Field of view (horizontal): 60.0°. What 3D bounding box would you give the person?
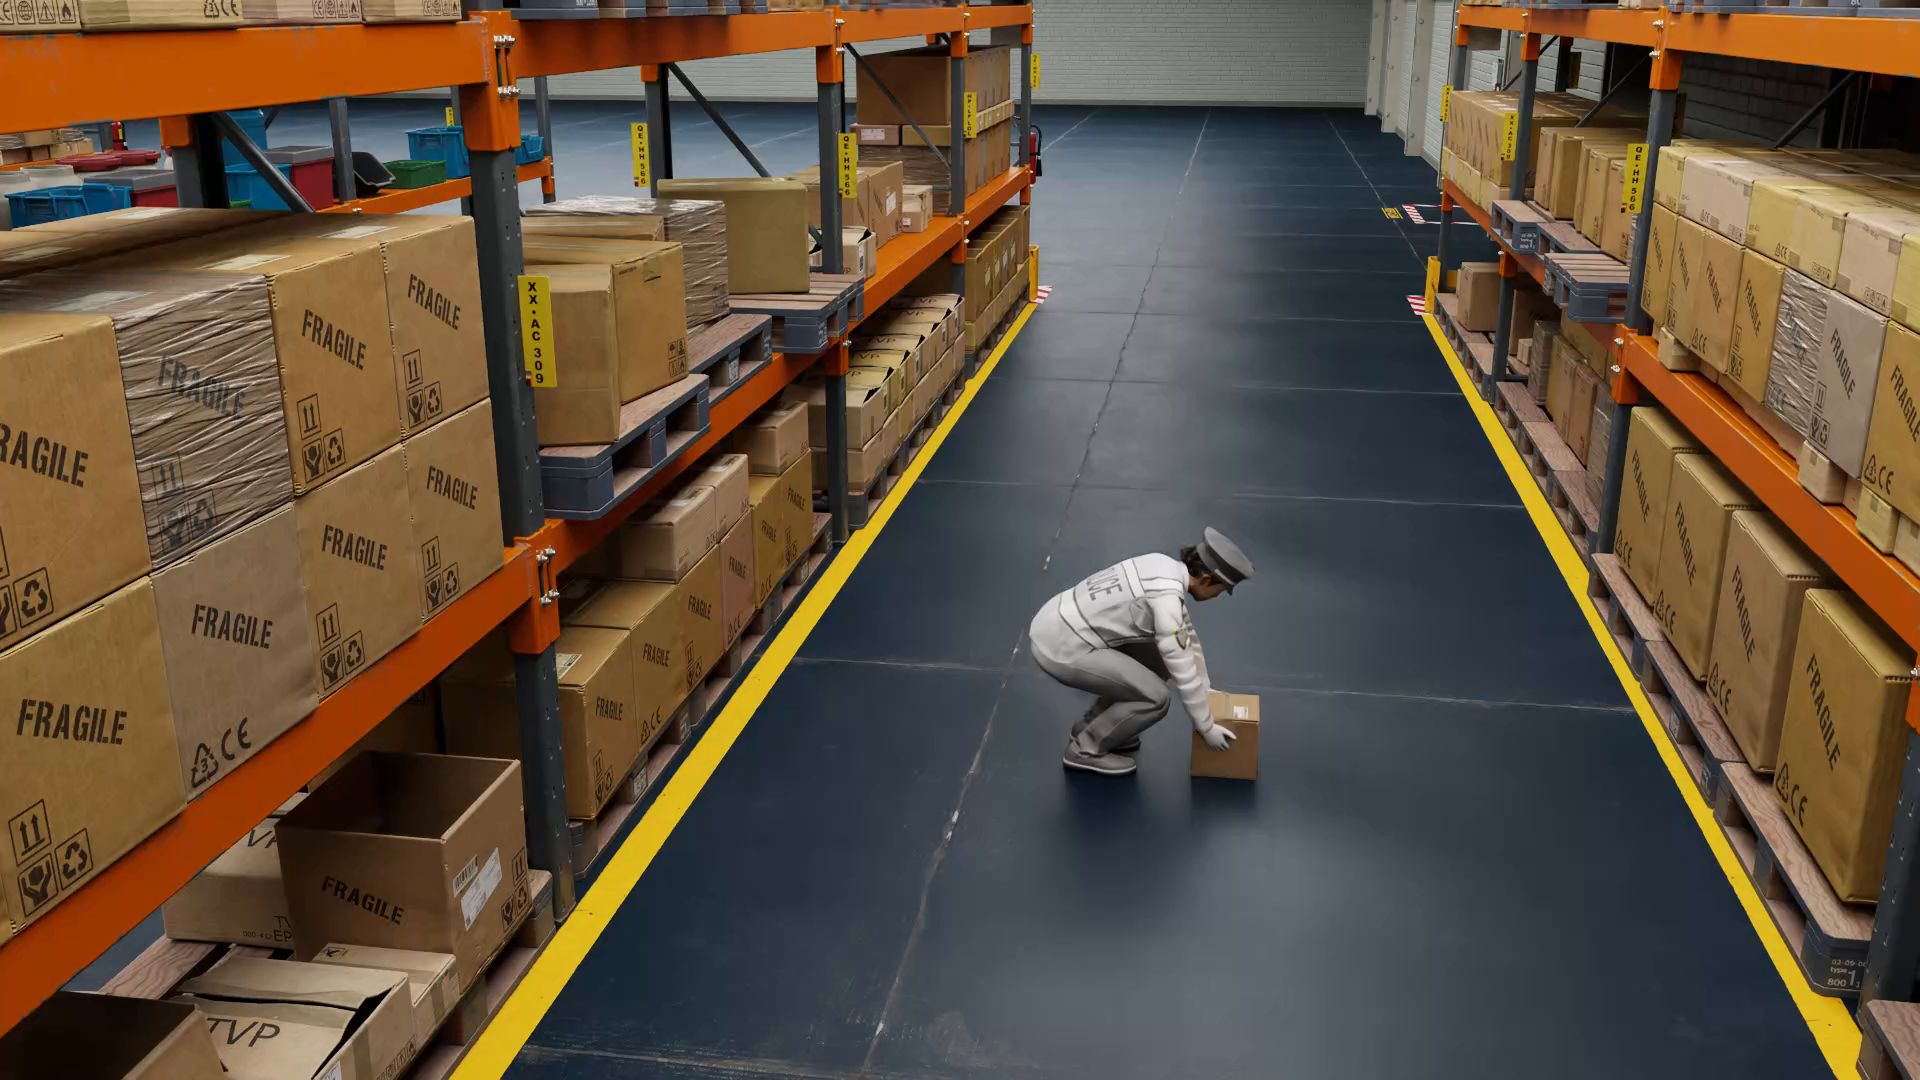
[{"bbox_3d":[0.715,0.458,6.453,0.857,0.866,0.481,3,18,9],"label":"person"}]
